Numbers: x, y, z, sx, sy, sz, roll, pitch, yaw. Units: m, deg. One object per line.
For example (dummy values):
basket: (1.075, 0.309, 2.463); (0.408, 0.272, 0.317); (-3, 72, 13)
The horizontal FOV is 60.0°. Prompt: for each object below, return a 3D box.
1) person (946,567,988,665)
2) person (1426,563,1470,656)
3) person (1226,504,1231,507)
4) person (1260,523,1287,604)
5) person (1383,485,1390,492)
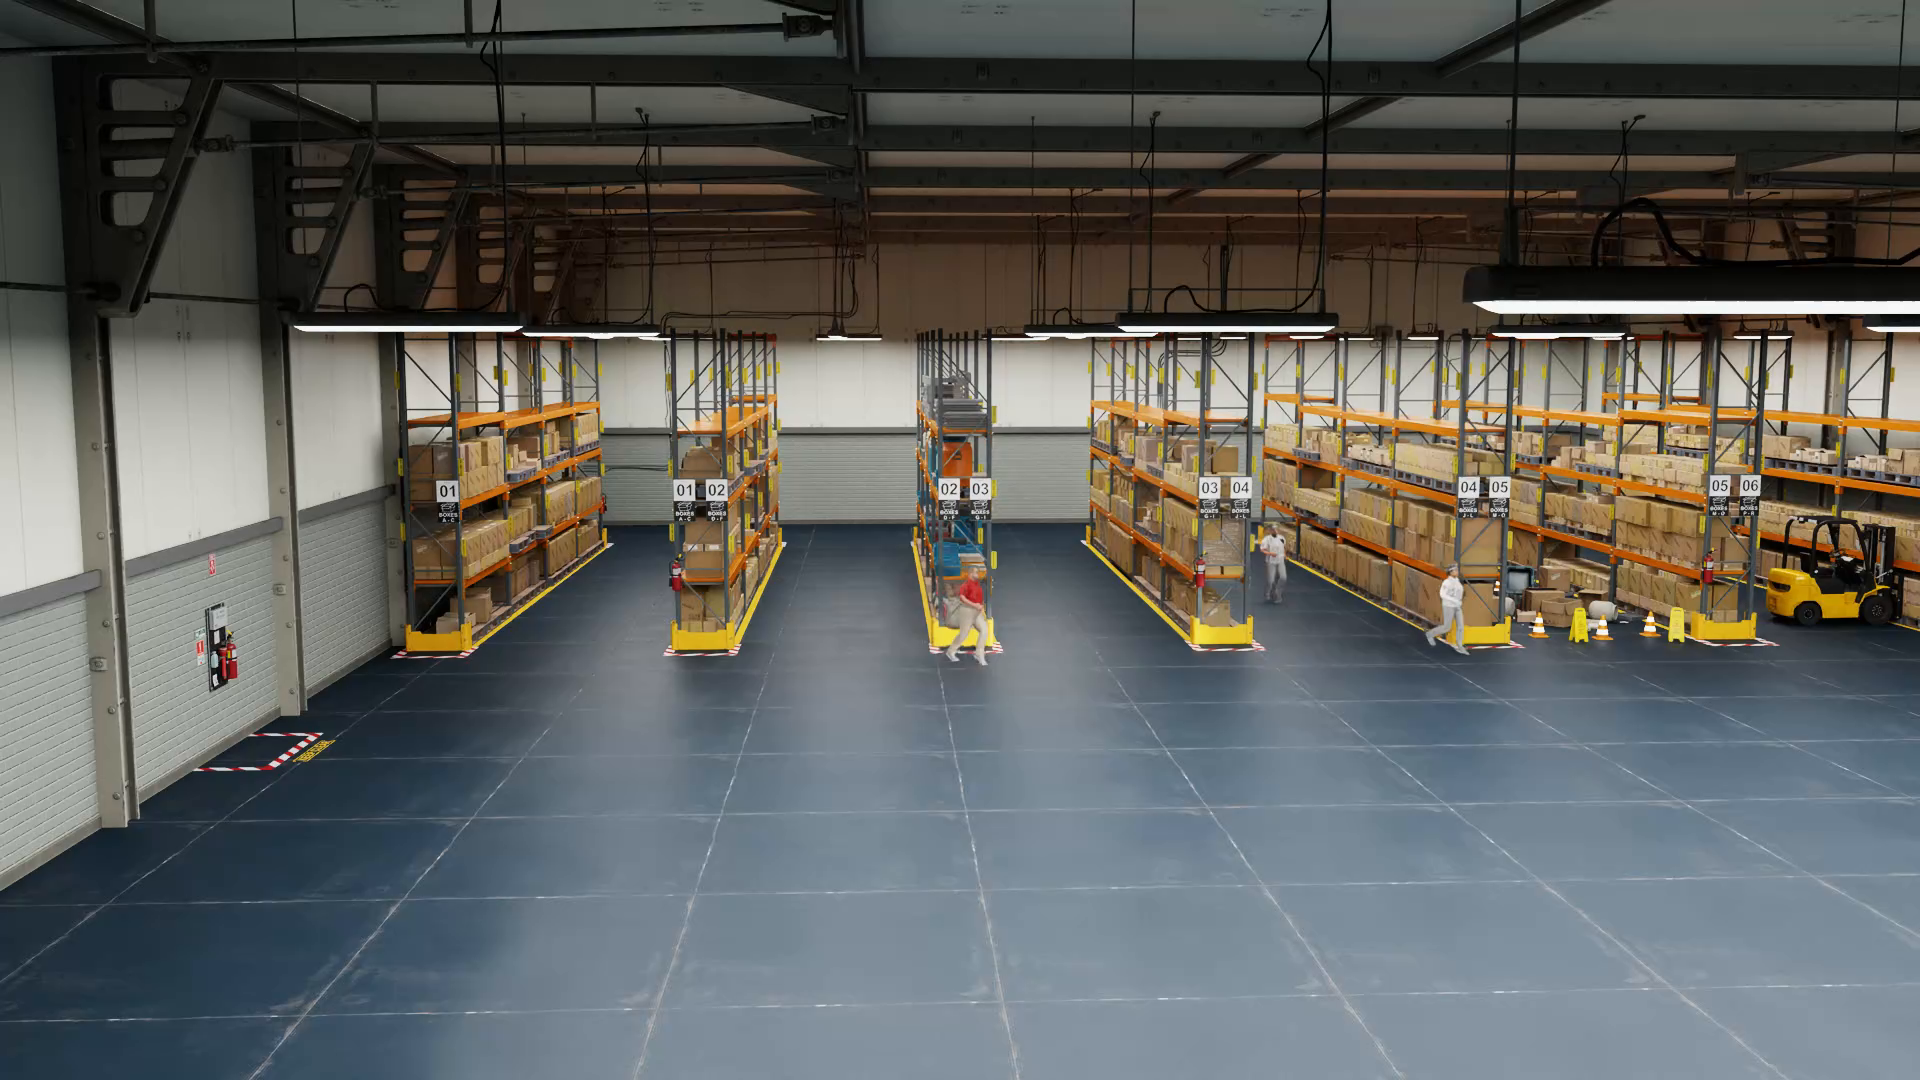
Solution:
person: (0.200, 1.363, 29.953); (0.801, 1.765, 0.711); (4, 8, 33)
person: (9.120, 1.260, 30.895); (0.644, 1.687, 0.908); (-6, 9, -41)
person: (7.427, -0.659, 46.834); (0.708, 1.770, 0.913); (0, 7, 3)
person: (6.988, 0.518, 36.931); (0.665, 1.820, 0.723); (-1, 7, -7)
person: (12.688, -0.926, 49.431); (0.575, 1.633, 0.603); (0, 7, 2)
